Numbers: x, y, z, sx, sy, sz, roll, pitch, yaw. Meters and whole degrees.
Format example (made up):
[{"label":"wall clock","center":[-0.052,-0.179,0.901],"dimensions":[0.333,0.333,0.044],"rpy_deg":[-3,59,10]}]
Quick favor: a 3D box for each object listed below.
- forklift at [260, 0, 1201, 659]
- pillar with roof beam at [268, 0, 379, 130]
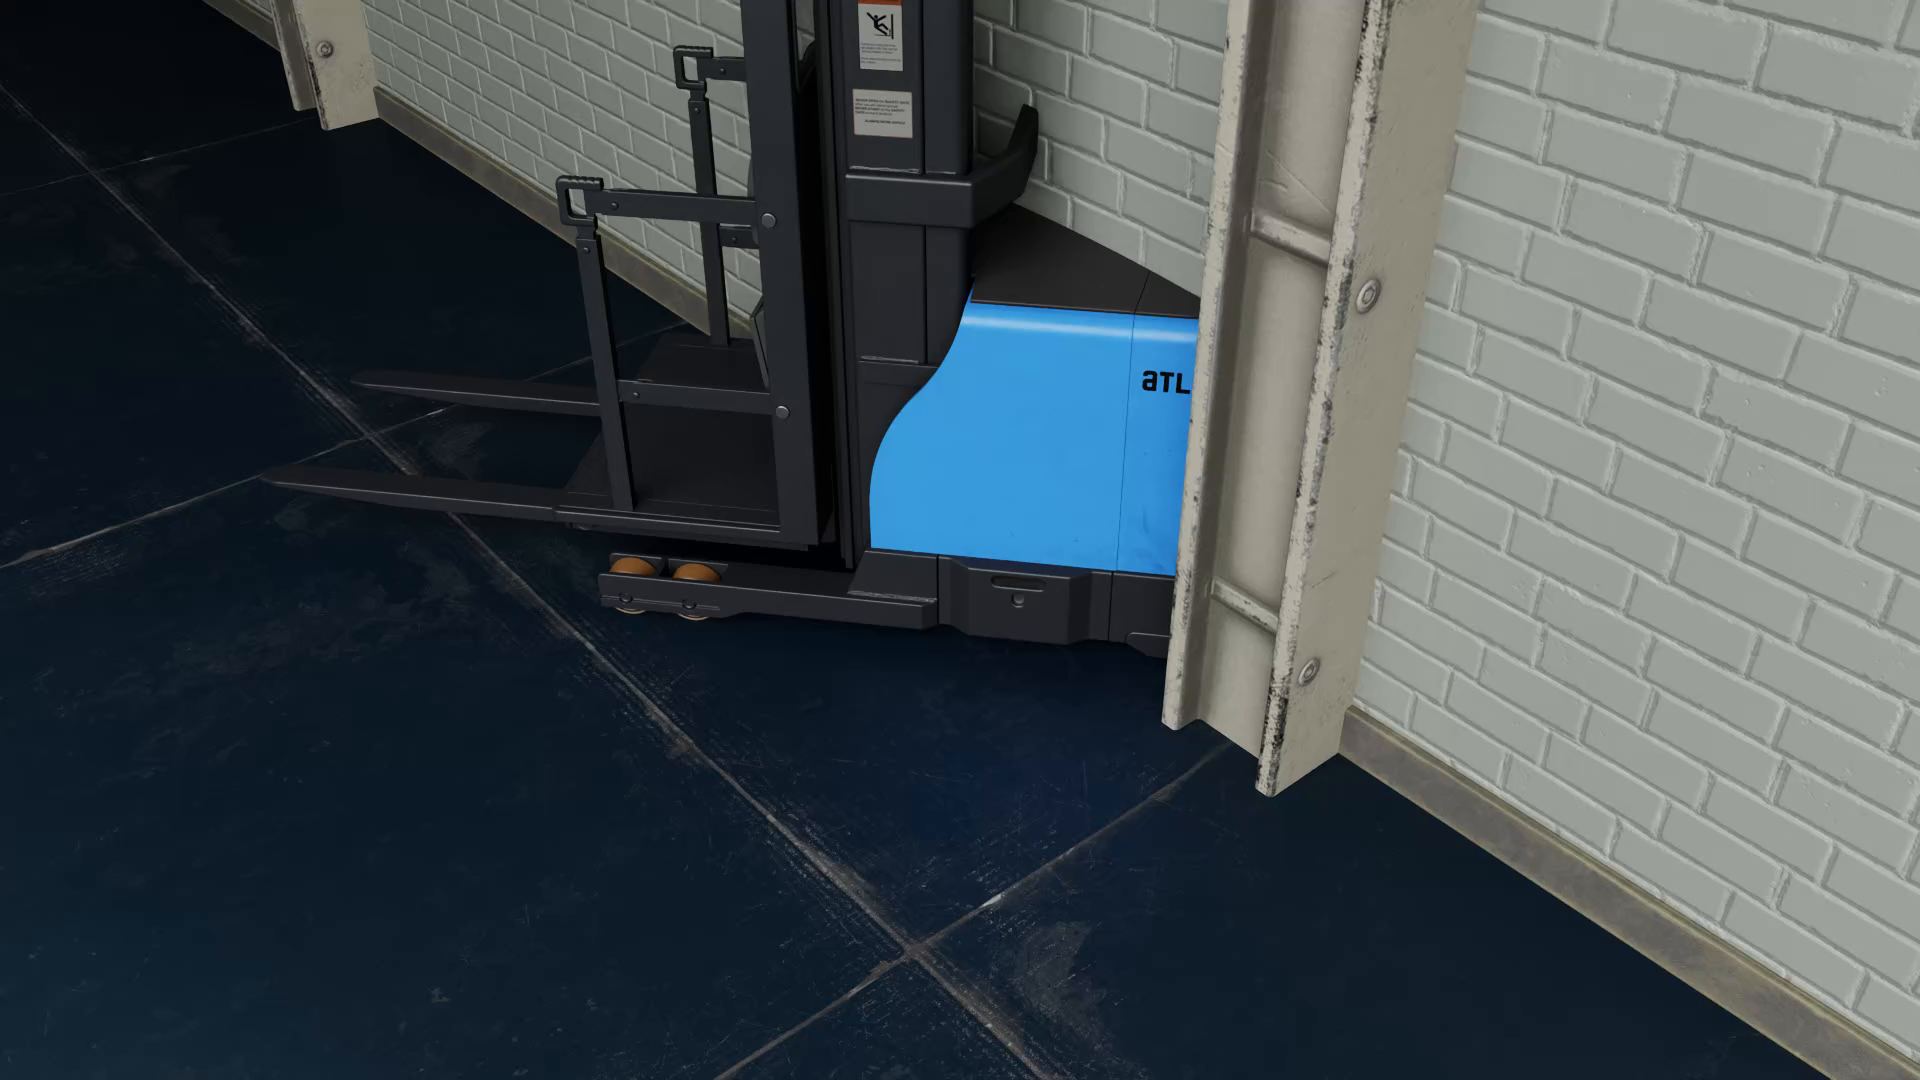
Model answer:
[{"label":"forklift","center":[-0.616,-1.254,4.485],"dimensions":[3.031,2.935,1.130],"rpy_deg":[5,36,8]},{"label":"pillar with roof beam","center":[-6.368,-4.192,3.383],"dimensions":[9.100,9.000,0.400],"rpy_deg":[-26,43,-32]}]
